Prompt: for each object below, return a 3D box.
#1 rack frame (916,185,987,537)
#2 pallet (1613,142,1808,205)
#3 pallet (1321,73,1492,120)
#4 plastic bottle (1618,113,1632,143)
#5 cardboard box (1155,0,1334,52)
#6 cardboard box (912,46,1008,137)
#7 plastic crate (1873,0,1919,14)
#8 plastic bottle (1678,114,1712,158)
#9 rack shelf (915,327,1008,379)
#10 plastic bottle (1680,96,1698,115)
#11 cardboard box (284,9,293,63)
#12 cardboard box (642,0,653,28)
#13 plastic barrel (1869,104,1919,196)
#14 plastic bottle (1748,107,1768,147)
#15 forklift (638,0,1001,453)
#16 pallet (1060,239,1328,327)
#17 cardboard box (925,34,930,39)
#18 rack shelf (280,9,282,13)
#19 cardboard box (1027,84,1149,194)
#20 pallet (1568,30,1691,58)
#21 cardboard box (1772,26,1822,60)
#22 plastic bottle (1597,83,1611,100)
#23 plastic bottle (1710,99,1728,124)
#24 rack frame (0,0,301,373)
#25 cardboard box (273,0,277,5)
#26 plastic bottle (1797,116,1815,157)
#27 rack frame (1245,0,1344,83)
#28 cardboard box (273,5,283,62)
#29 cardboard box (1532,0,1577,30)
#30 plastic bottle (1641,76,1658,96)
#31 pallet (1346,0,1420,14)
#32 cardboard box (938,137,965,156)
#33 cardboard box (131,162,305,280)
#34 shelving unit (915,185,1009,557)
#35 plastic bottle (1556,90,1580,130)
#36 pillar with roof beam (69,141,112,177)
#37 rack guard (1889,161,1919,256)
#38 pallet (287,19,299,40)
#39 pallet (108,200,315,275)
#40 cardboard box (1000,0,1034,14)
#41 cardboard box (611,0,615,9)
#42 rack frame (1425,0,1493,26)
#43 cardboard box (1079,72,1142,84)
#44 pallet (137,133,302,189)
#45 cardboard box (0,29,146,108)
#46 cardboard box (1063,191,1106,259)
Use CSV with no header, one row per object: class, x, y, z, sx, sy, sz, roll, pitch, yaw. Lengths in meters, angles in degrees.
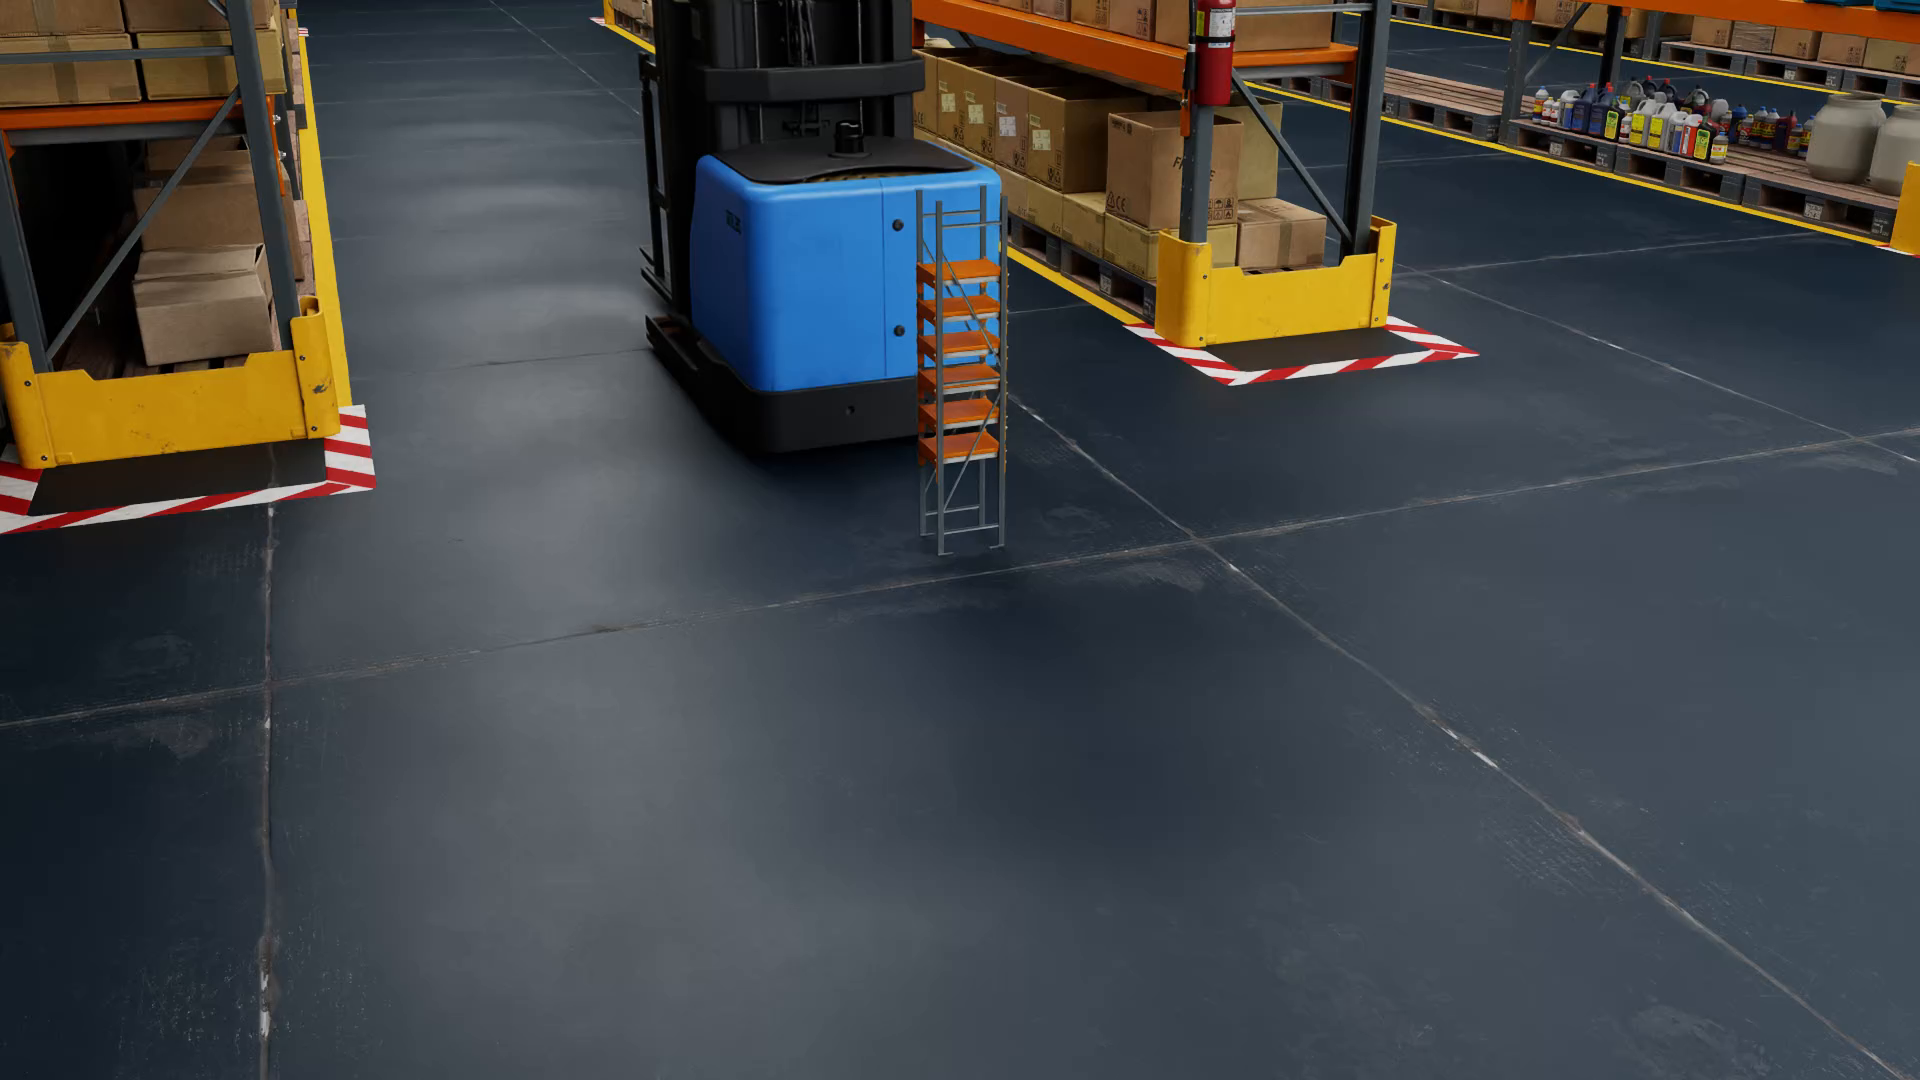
rack frame,-0.027,-0.581,5.583,0.240,1.200,0.006,-8,24,-19
pallet,5.391,-2.596,11.637,1.003,0.211,1.213,-8,24,-19
pallet,4.010,-4.014,15.001,1.003,0.211,1.213,-8,24,-19
plastic bottle,4.800,-2.963,11.954,0.097,0.201,0.097,0,23,0
cardboard box,1.383,-2.660,8.071,0.700,0.500,0.500,-8,24,-19
cardboard box,-0.006,-2.957,10.938,0.500,0.500,0.500,-8,24,-19
plastic crate,5.715,-3.194,9.656,0.499,0.251,0.616,-8,24,-19
plastic bottle,5.049,-2.771,11.404,0.152,0.276,0.135,-8,24,-19
rack shelf,0.005,-0.617,5.475,0.258,0.103,0.180,-8,24,-19
plastic bottle,5.351,-3.121,12.223,0.061,0.283,0.133,-8,24,-19
cardboard box,-6.668,-4.784,15.466,0.750,0.750,0.750,-8,24,-17
cardboard box,-3.435,-6.208,19.511,0.500,0.311,0.500,-8,24,-19
plastic barrel,5.867,-2.397,10.237,0.421,0.512,0.421,0,23,0
plastic bottle,5.666,-2.929,11.784,0.097,0.271,0.097,0,23,0
forklift,-0.841,-2.226,7.258,1.130,2.935,3.031,-9,24,-20
pallet,1.227,-1.430,8.871,1.003,0.211,1.213,-8,24,-19
cardboard box,-0.509,-4.006,13.671,0.500,0.311,0.500,-9,24,-19
rack shelf,-5.216,-3.611,11.381,1.077,0.370,4.000,-8,24,-19
cardboard box,0.701,-2.230,9.214,0.500,0.500,0.500,-8,24,-19
pallet,7.771,-5.719,19.048,1.003,0.211,1.213,-8,24,-19
cardboard box,8.649,-5.113,16.671,0.700,0.500,0.500,-6,24,-15
plastic bottle,4.790,-3.226,12.387,0.144,0.351,0.185,-8,24,-19
plastic bottle,5.491,-3.081,12.139,0.152,0.276,0.135,-8,24,-18
rack frame,-3.097,-1.762,6.068,1.000,3.000,0.127,-8,24,-19
cardboard box,-3.326,-2.632,7.334,0.500,0.500,0.500,-9,25,-21
plastic bottle,5.822,-2.768,11.402,0.097,0.271,0.097,0,23,0
rack frame,3.345,-6.028,16.190,1.000,3.000,0.127,-8,24,-19
cardboard box,-3.343,-2.296,7.502,0.500,0.250,0.500,-9,24,-20
cardboard box,7.447,-6.501,19.506,1.225,0.875,0.875,-8,24,-19
plastic bottle,5.255,-3.362,12.709,0.144,0.351,0.185,-9,24,-20
pallet,5.936,-7.607,23.527,1.003,0.211,1.213,-8,24,-19
cardboard box,0.175,-2.430,10.654,0.500,0.250,0.500,-8,24,-19
cardboard box,-3.671,-1.557,8.234,0.700,0.500,0.500,-10,25,-22
shelving unit,0.005,-0.548,5.504,0.258,1.200,0.189,-8,24,-19
plastic bottle,4.601,-3.233,12.498,0.152,0.276,0.135,-7,24,-17
pillar with roof beam,-2.246,-7.433,11.799,9.100,9.000,0.400,-8,24,-19
rack guard,6.101,-1.991,9.829,1.175,0.500,0.348,-8,24,-19
pallet,-8.393,-6.011,19.739,1.003,0.211,1.213,-8,24,-19
pallet,-4.240,-1.691,9.491,1.003,0.211,1.213,-8,24,-19
cardboard box,0.652,-3.409,9.846,0.700,0.500,0.500,-8,24,-18
cardboard box,-4.290,-6.946,21.473,0.380,0.149,0.250,-8,24,-19
rack frame,6.566,-8.161,21.251,1.000,3.000,0.127,-8,24,-19
cardboard box,1.027,-2.486,9.820,0.500,0.500,0.500,-8,24,-19
pallet,-5.221,-2.657,11.782,1.003,0.211,1.213,-8,24,-19
cardboard box,-3.443,-1.845,6.433,0.500,0.250,0.500,-8,24,-18
cardboard box,0.882,-1.704,8.930,0.500,0.250,0.500,-8,24,-19
